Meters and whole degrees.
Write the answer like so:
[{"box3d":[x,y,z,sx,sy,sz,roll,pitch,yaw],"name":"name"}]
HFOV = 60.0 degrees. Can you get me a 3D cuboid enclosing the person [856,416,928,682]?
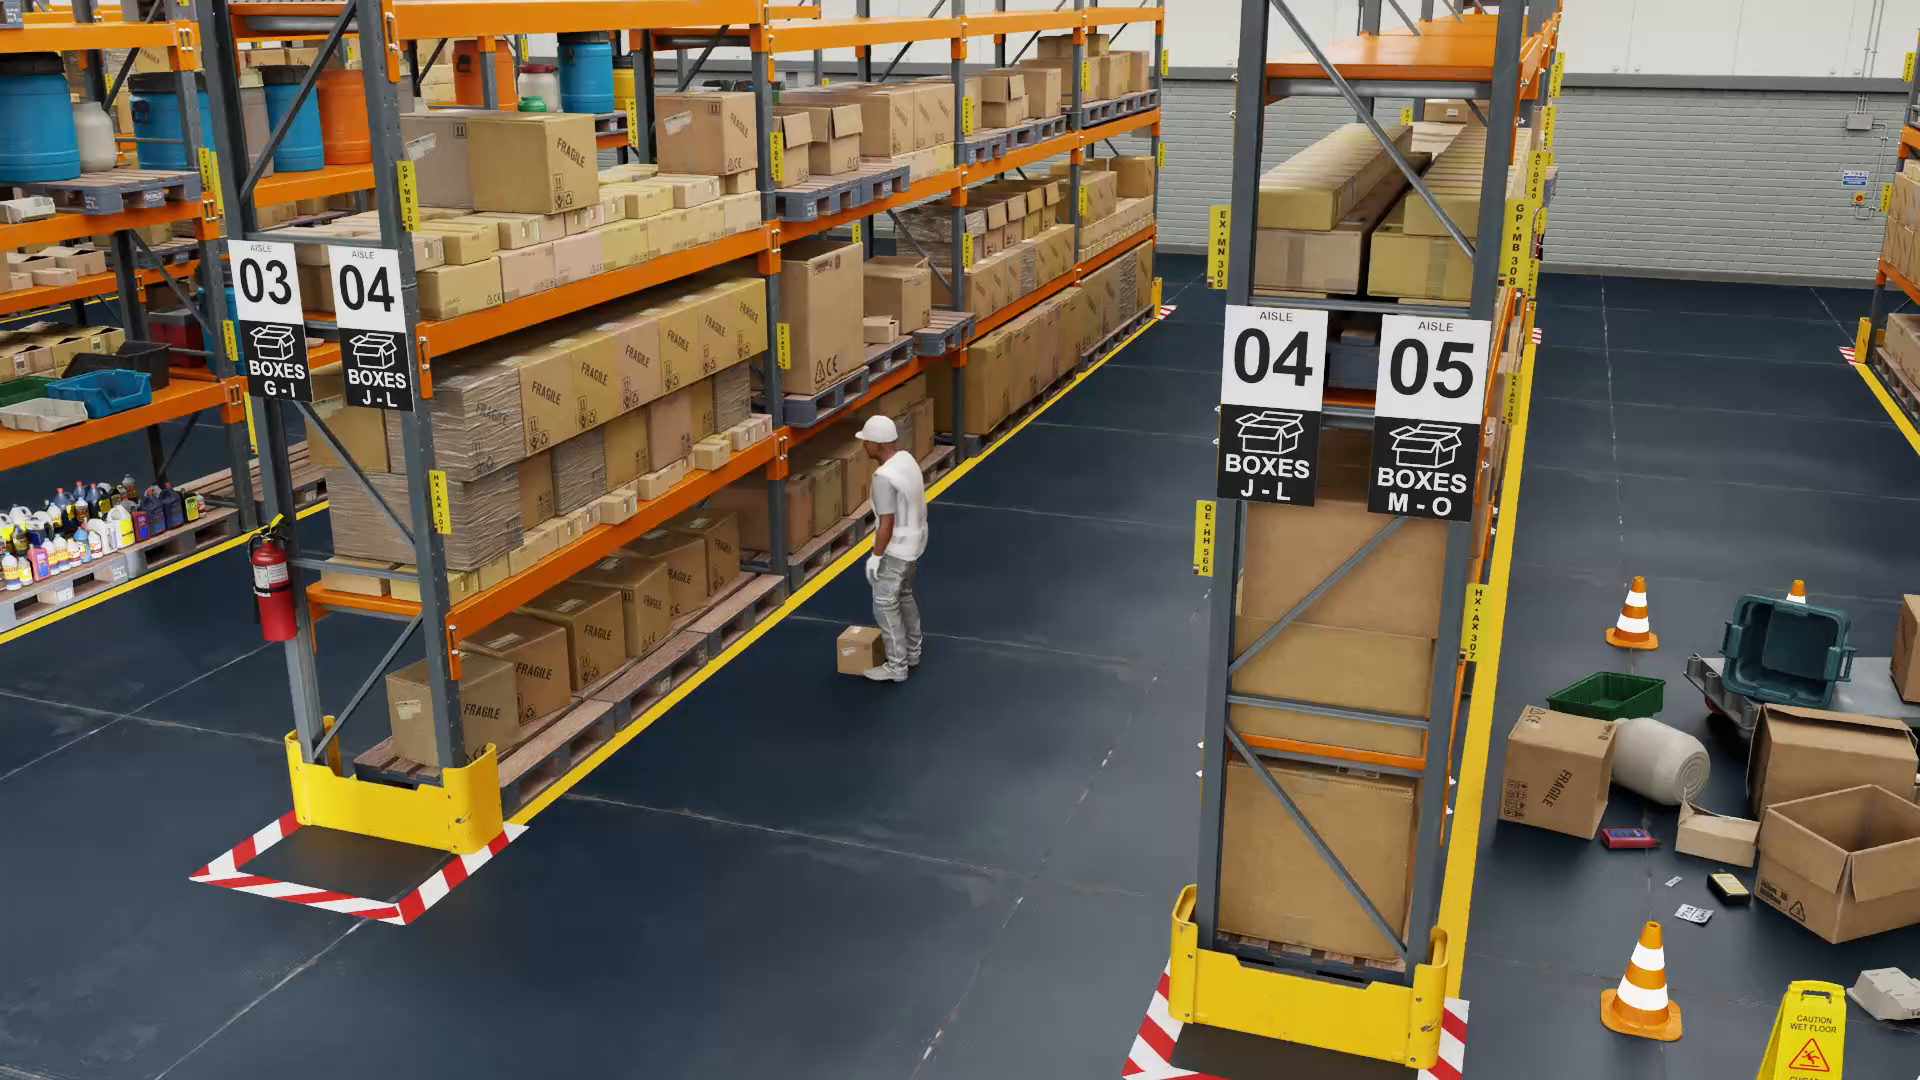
[{"box3d":[-0.446,0.048,10.895,0.443,1.776,0.626,5,19,16],"name":"person"}]
